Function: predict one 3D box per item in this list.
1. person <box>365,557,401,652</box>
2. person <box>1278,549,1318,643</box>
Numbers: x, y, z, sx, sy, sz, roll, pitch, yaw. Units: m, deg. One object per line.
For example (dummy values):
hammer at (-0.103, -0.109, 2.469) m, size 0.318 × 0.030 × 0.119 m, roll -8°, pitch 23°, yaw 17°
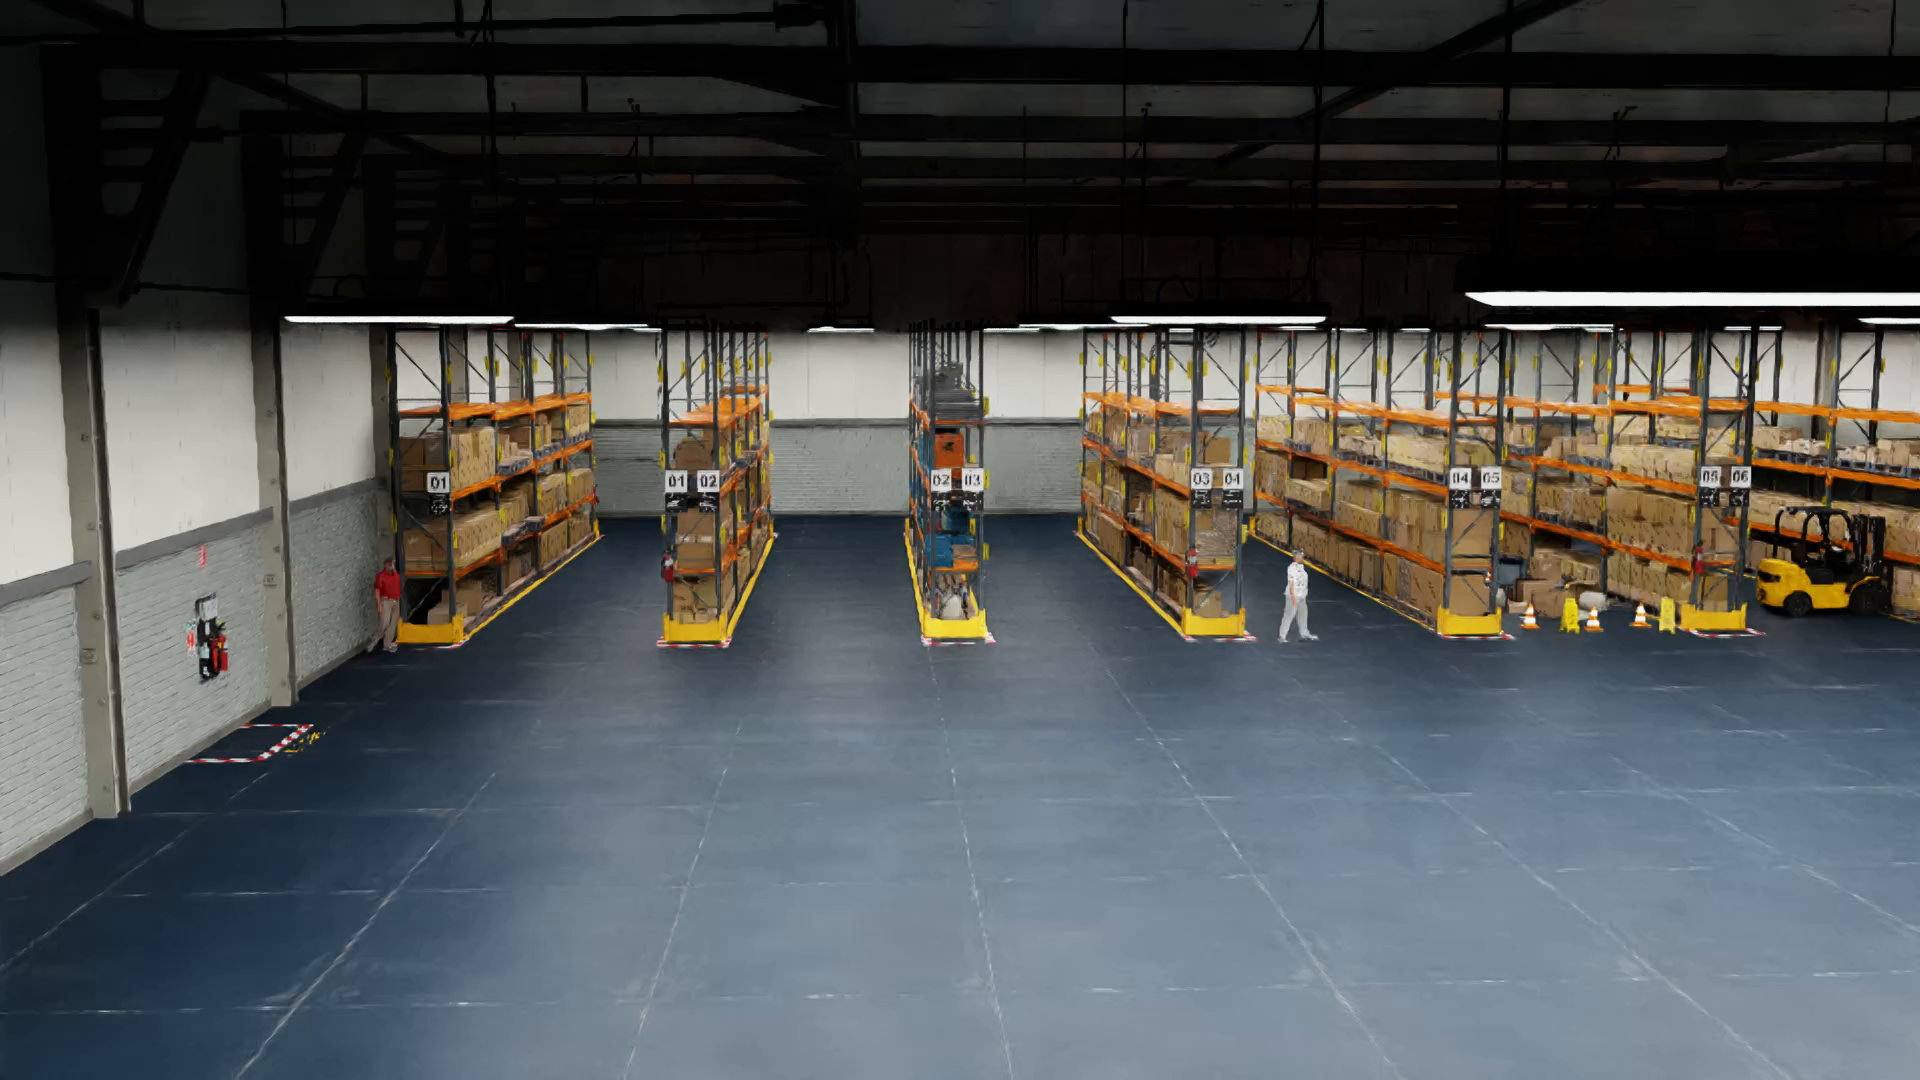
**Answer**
person at (-10.357, 1.168, 29.933) m, size 0.499 × 1.718 × 0.712 m, roll 4°, pitch 8°, yaw 31°
person at (6.288, 1.027, 30.960) m, size 0.585 × 1.746 × 0.769 m, roll 5°, pitch 8°, yaw 34°
